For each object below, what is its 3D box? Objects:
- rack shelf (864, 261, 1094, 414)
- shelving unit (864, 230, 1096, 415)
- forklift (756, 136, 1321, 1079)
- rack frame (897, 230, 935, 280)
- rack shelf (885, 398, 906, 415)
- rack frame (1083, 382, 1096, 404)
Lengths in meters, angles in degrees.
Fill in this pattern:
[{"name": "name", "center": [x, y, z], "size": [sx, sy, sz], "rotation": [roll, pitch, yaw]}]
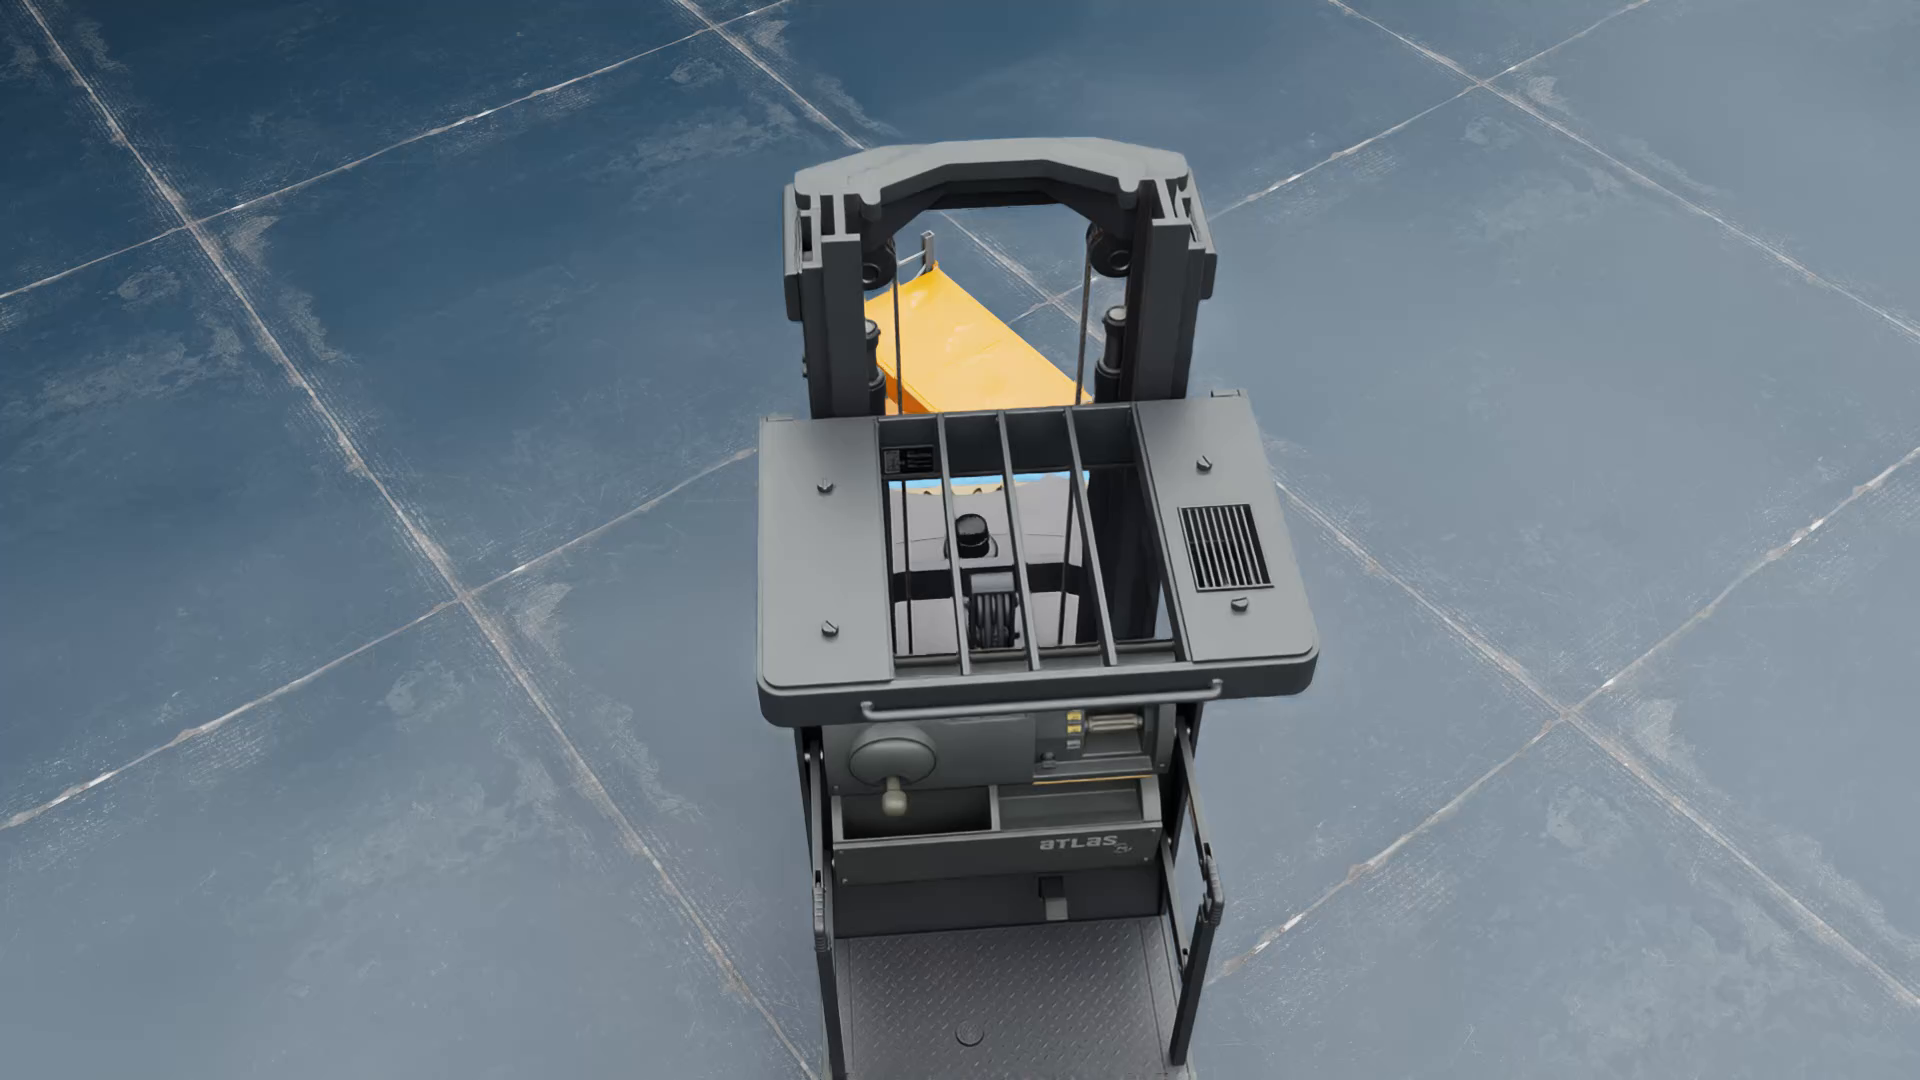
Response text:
[{"name": "rack shelf", "center": [0.004, -0.570, 6.112], "size": [0.538, 0.278, 1.000], "rotation": [-29, 54, -24]}, {"name": "shelving unit", "center": [0.004, -0.374, 6.328], "size": [0.538, 1.125, 1.048], "rotation": [-29, 54, -24]}, {"name": "forklift", "center": [0.122, 0.610, 4.217], "size": [1.130, 2.935, 3.031], "rotation": [-3, 48, -3]}, {"name": "rack frame", "center": [-0.304, -0.674, 6.600], "size": [0.500, 1.125, 0.032], "rotation": [-29, 54, -24]}, {"name": "rack shelf", "center": [0.004, -0.210, 6.510], "size": [0.538, 0.278, 1.000], "rotation": [-29, 54, -24]}, {"name": "rack frame", "center": [0.312, -0.074, 6.057], "size": [0.500, 1.125, 0.032], "rotation": [-29, 54, -24]}]
